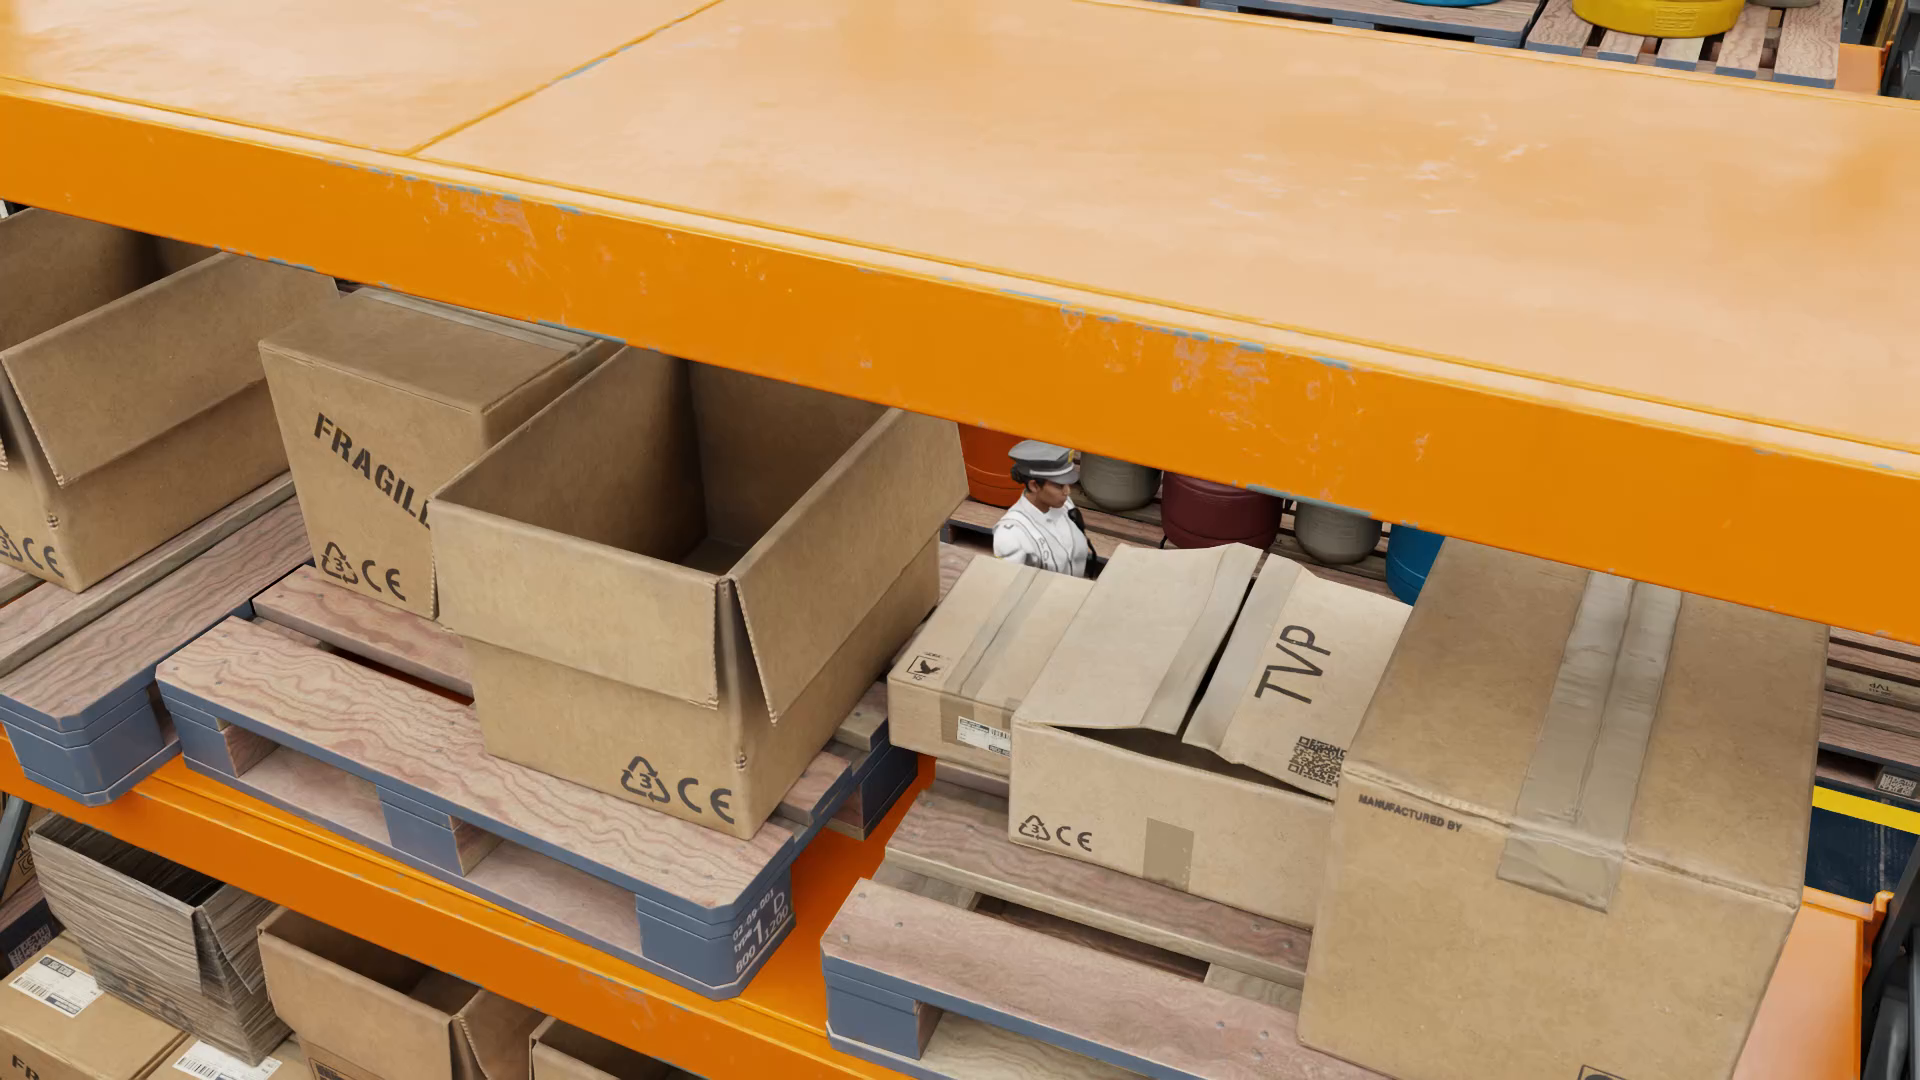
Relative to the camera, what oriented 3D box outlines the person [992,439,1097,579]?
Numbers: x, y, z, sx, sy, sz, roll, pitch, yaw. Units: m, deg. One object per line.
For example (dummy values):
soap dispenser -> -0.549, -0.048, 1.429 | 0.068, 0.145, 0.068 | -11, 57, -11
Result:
person -> 0.278, 0.321, 6.628 | 0.597, 1.668, 0.500 | 24, 40, 31
